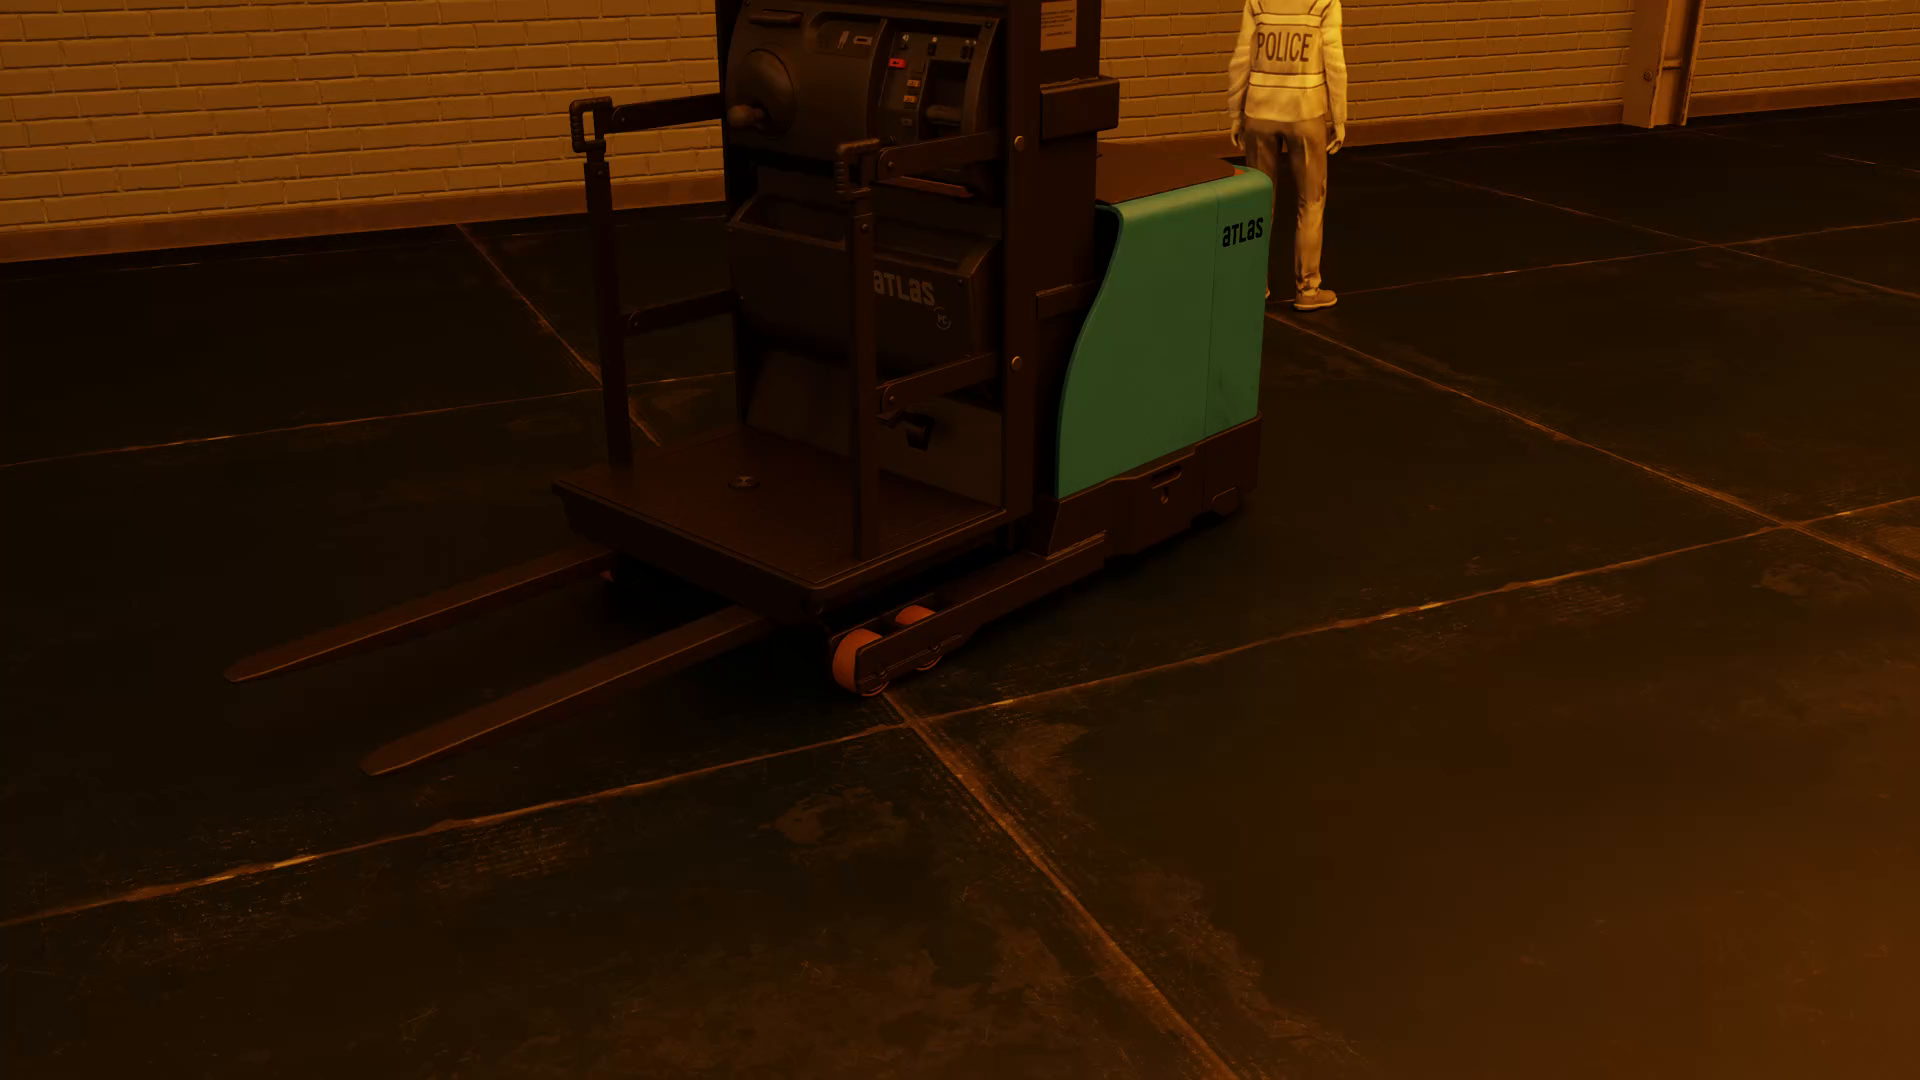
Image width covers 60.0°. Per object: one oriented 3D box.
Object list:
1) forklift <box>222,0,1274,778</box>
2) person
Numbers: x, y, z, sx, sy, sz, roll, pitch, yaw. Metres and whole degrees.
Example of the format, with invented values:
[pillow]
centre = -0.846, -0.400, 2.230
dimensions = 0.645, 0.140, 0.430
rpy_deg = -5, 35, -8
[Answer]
[forklift]
centre = -0.413, -1.182, 4.131
dimensions = 1.130, 2.935, 3.031
rpy_deg = 19, 29, 39
[person]
centre = 1.464, -1.874, 7.451
dimensions = 0.547, 1.664, 0.375
rpy_deg = 10, 25, 23
